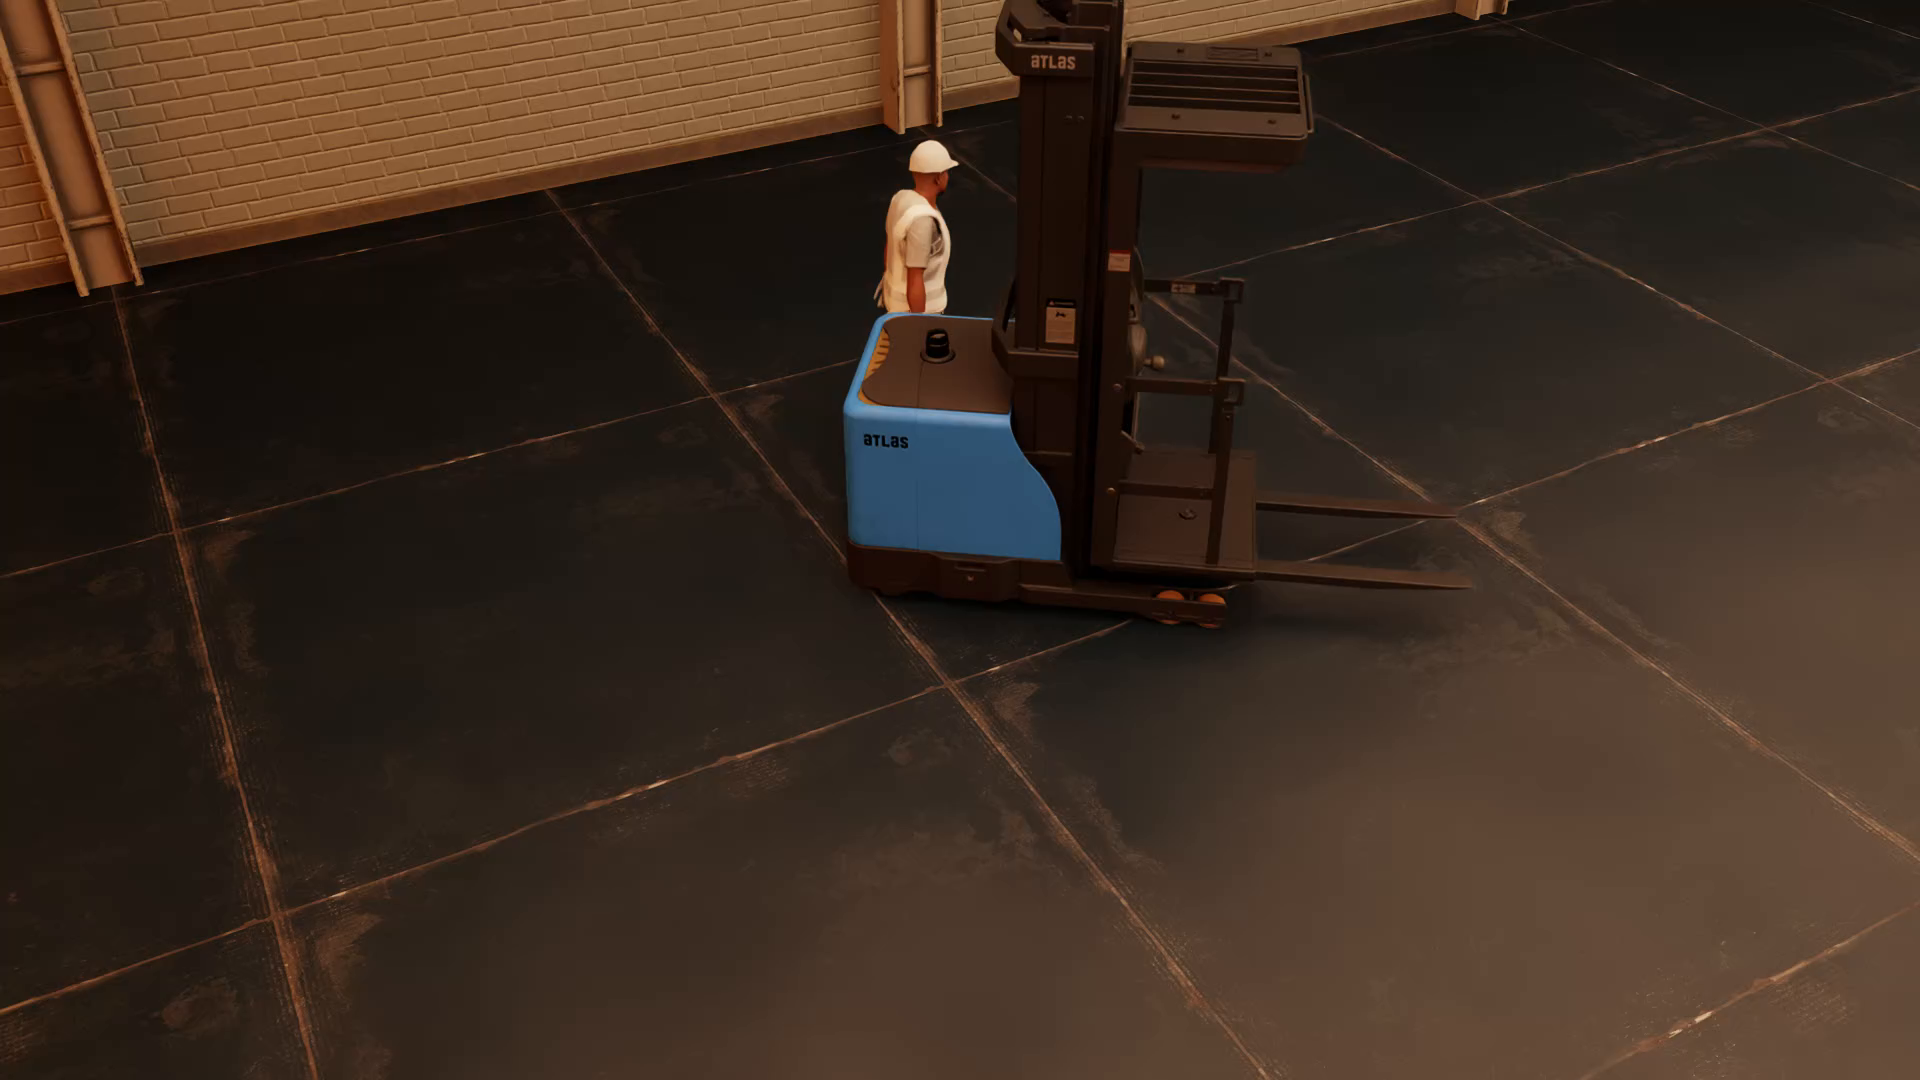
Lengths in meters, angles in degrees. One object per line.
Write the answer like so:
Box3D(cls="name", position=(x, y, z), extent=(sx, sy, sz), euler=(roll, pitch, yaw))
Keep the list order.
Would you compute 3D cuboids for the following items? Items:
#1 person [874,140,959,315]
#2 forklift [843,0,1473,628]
Box3D(cls="person", position=(-0.214, -1.286, 8.994), extent=(0.458, 1.745, 0.884), euler=(-7, 36, -10))
Box3D(cls="forklift", position=(0.998, -1.098, 7.677), extent=(3.031, 2.935, 1.130), euler=(4, 35, 6))
